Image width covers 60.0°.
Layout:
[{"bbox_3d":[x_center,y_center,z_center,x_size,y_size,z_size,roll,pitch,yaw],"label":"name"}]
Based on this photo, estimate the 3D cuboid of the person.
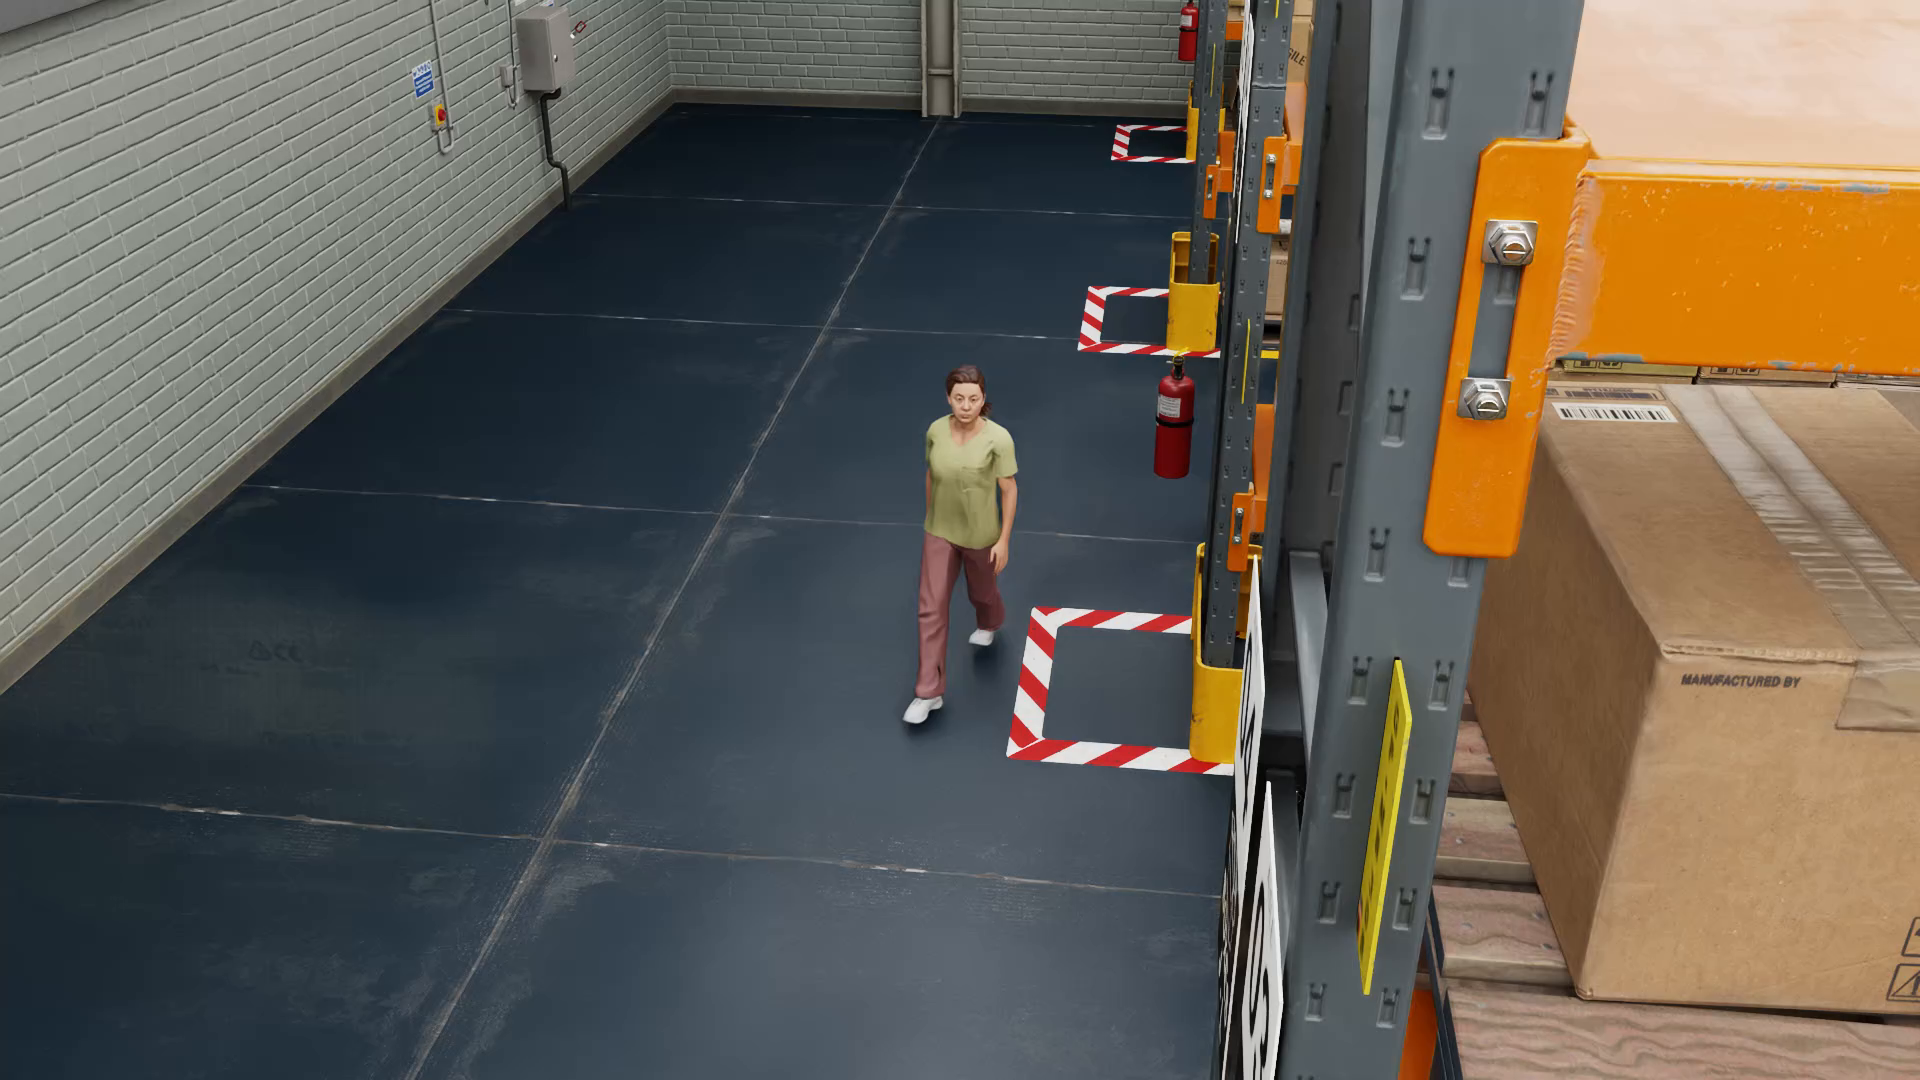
[{"bbox_3d":[0.023,-0.030,7.686,0.477,1.628,0.996,8,30,15],"label":"person"}]
